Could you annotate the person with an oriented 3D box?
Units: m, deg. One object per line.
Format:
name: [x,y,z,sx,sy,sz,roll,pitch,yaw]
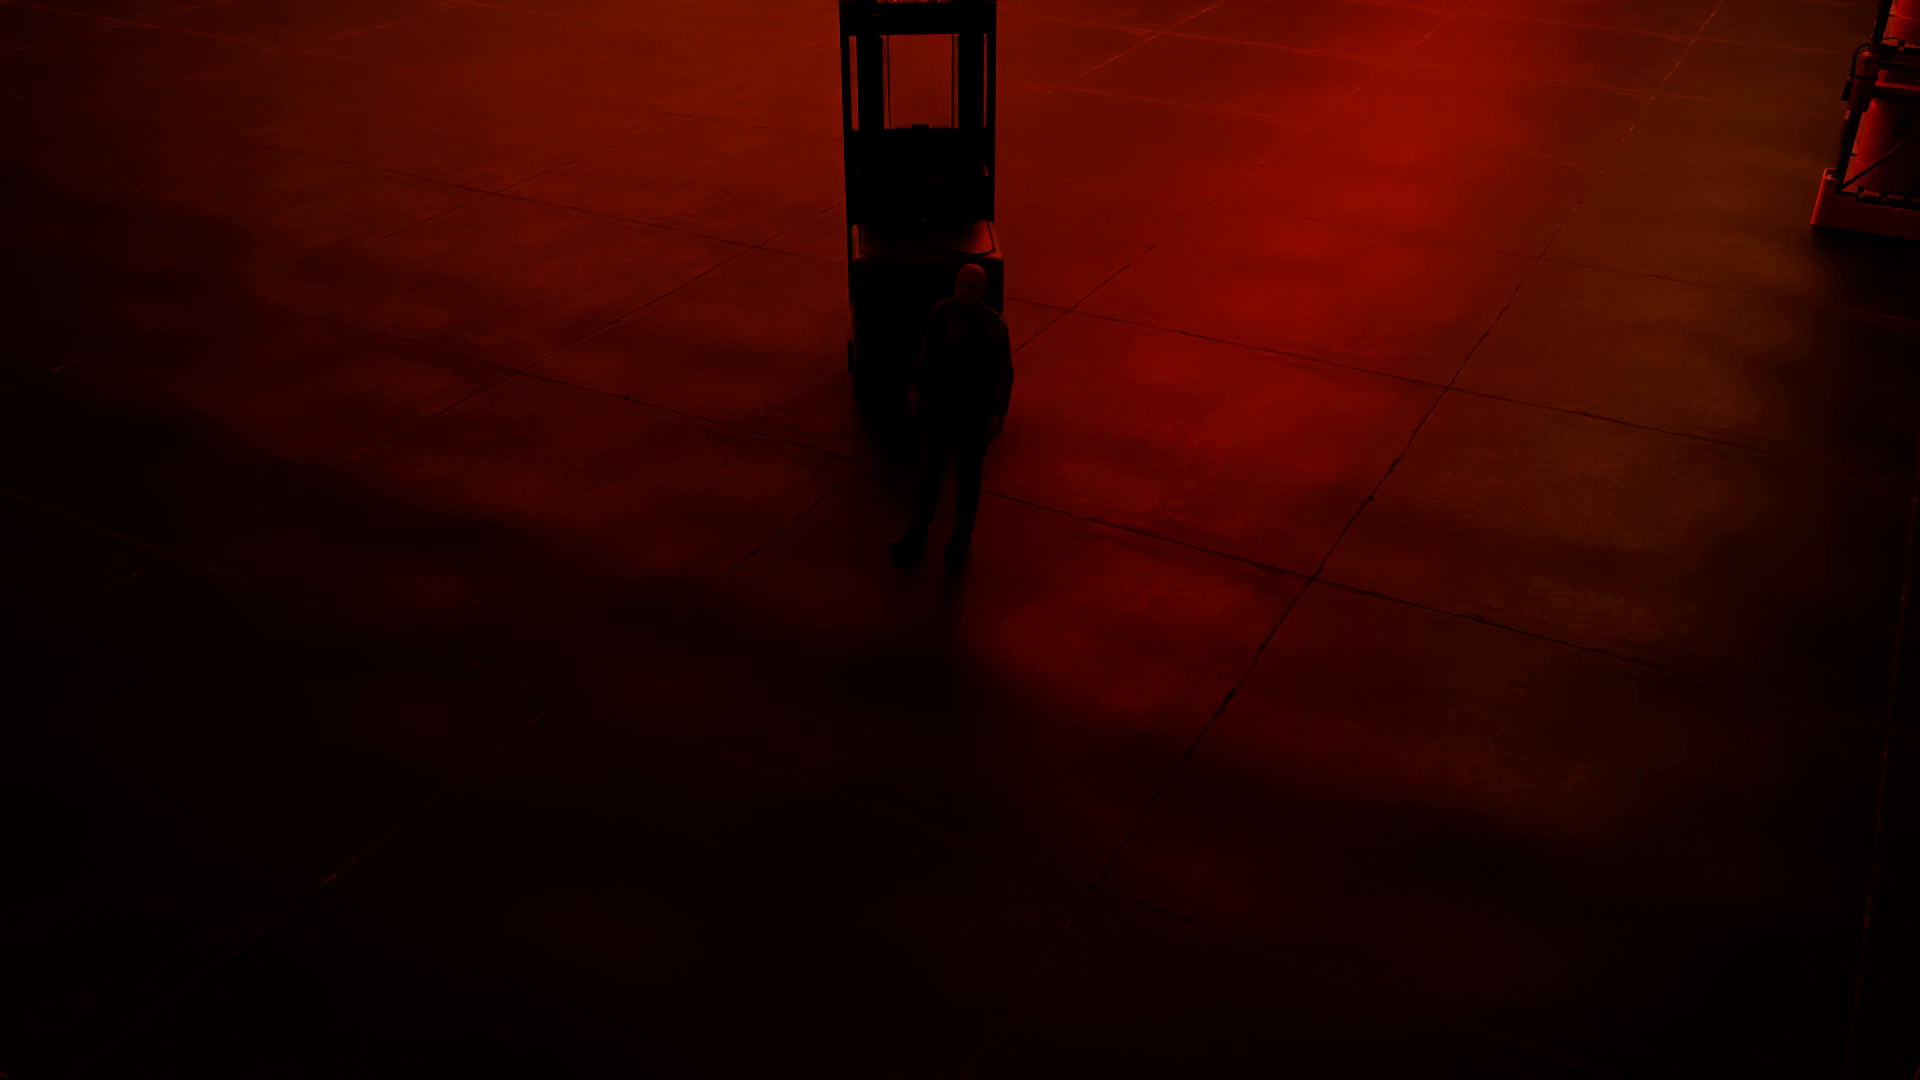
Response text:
person: [-0.037,-0.726,9.524,0.634,1.722,0.566,15,33,25]

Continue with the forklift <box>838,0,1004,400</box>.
forklift: [-0.310,-2.944,12.172,1.130,2.935,3.031,-2,30,-3]
